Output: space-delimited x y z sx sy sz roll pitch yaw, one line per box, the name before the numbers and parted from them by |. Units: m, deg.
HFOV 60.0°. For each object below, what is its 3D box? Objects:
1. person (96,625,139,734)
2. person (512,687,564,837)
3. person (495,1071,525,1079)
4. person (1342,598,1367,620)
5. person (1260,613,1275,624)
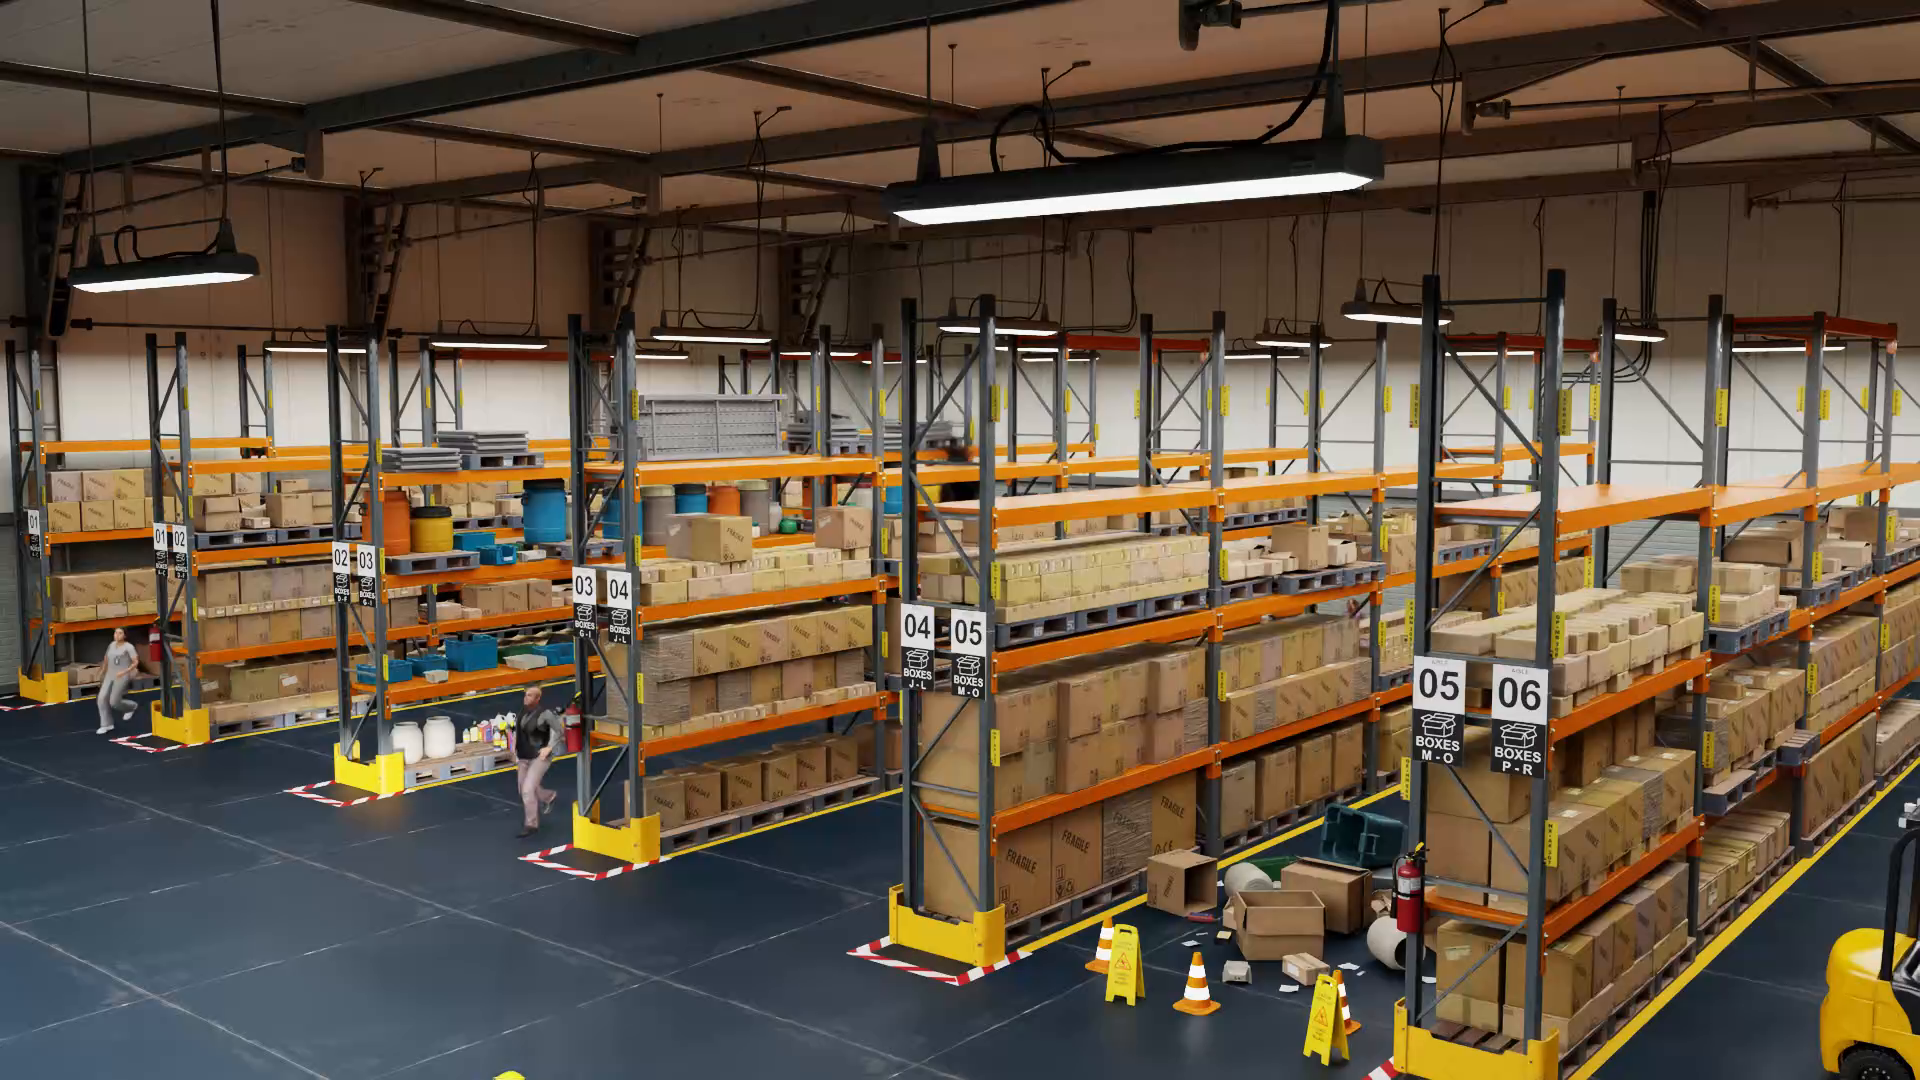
person | -12.754 2.098 25.292 0.601 1.632 0.706 1 5 14
person | -4.966 2.577 19.544 0.716 1.728 0.784 3 6 32
person | -2.294 3.556 8.563 0.720 1.702 0.661 -1 5 -11
person | 6.881 1.785 29.060 0.569 1.555 0.493 3 6 31
person | 4.779 1.970 26.237 0.580 1.691 0.682 3 6 27
